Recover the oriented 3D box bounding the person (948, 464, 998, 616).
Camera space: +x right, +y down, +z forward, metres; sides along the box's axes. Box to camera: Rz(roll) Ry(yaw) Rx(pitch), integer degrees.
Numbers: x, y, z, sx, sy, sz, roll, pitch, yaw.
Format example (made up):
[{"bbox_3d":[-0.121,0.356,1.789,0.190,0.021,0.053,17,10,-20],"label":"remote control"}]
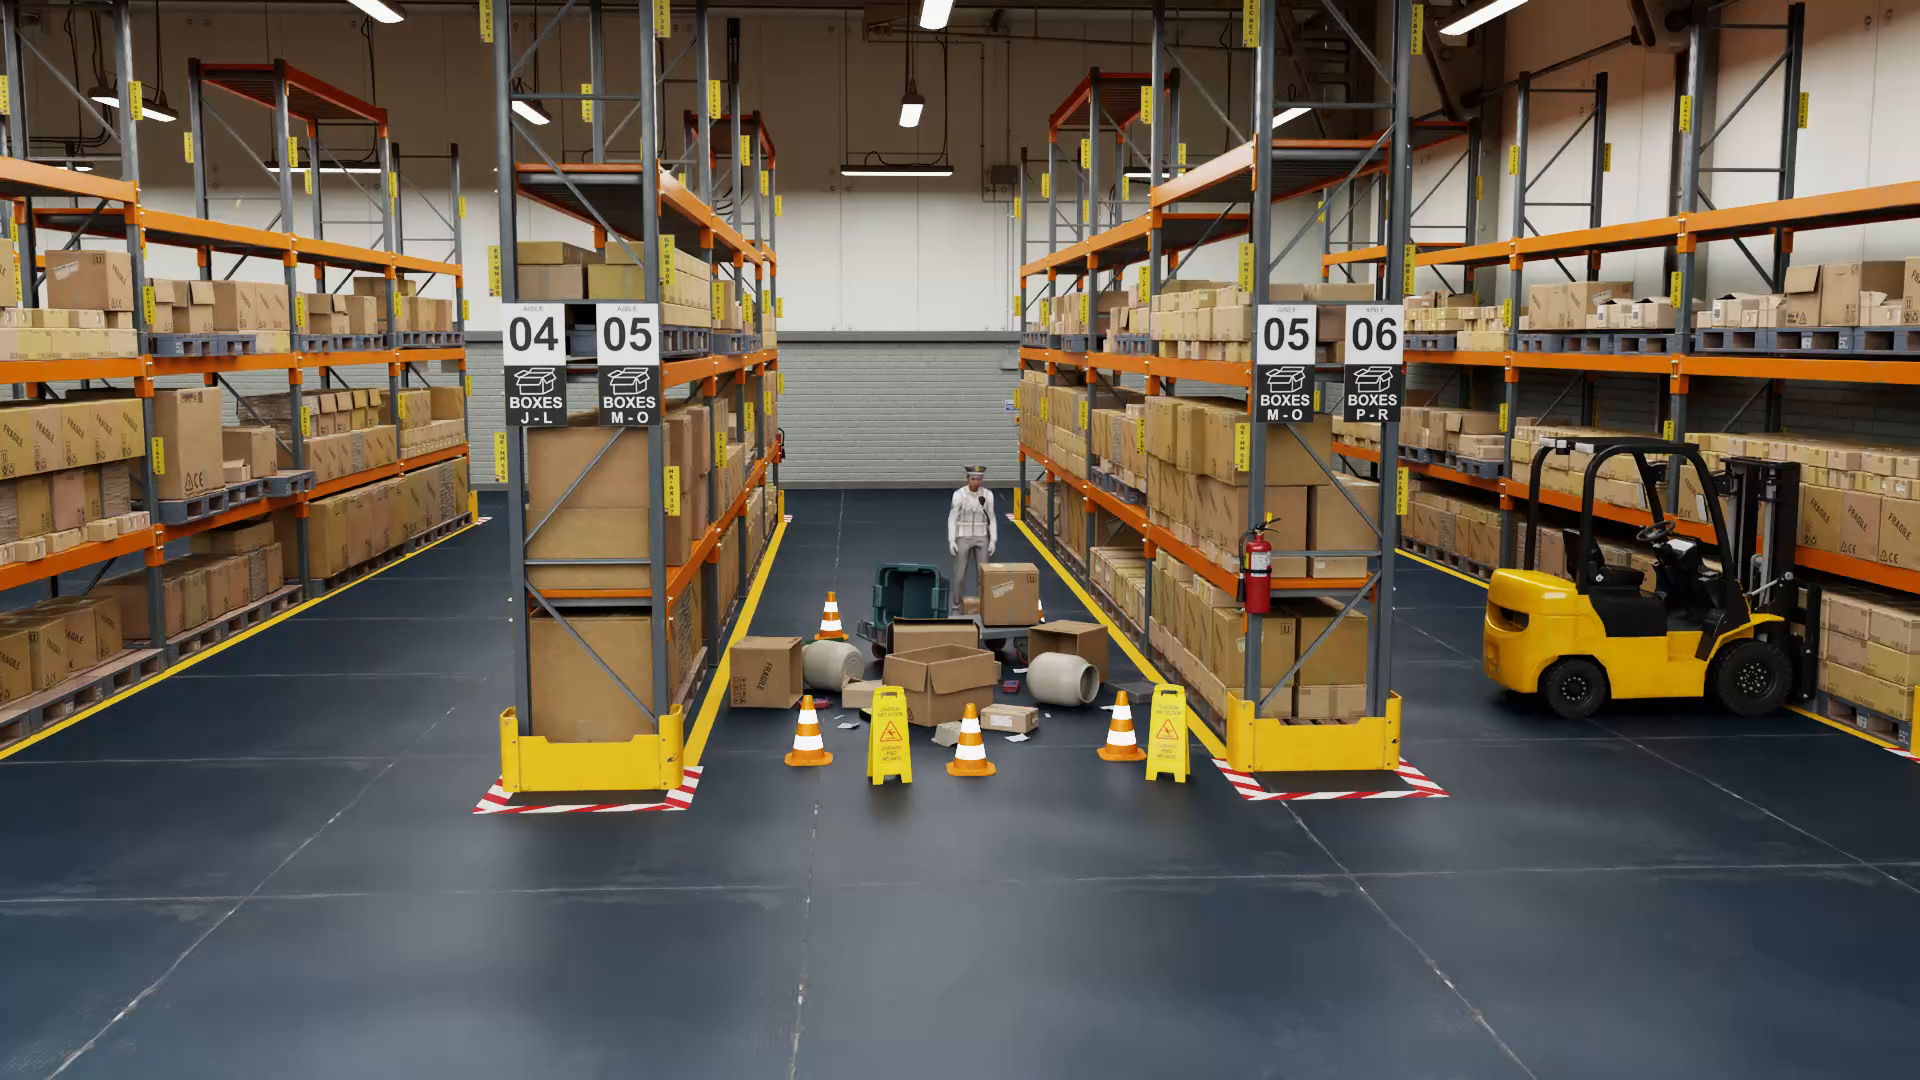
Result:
[{"bbox_3d":[0.136,0.029,17.505,0.526,1.662,0.374,-1,7,-6],"label":"person"}]
